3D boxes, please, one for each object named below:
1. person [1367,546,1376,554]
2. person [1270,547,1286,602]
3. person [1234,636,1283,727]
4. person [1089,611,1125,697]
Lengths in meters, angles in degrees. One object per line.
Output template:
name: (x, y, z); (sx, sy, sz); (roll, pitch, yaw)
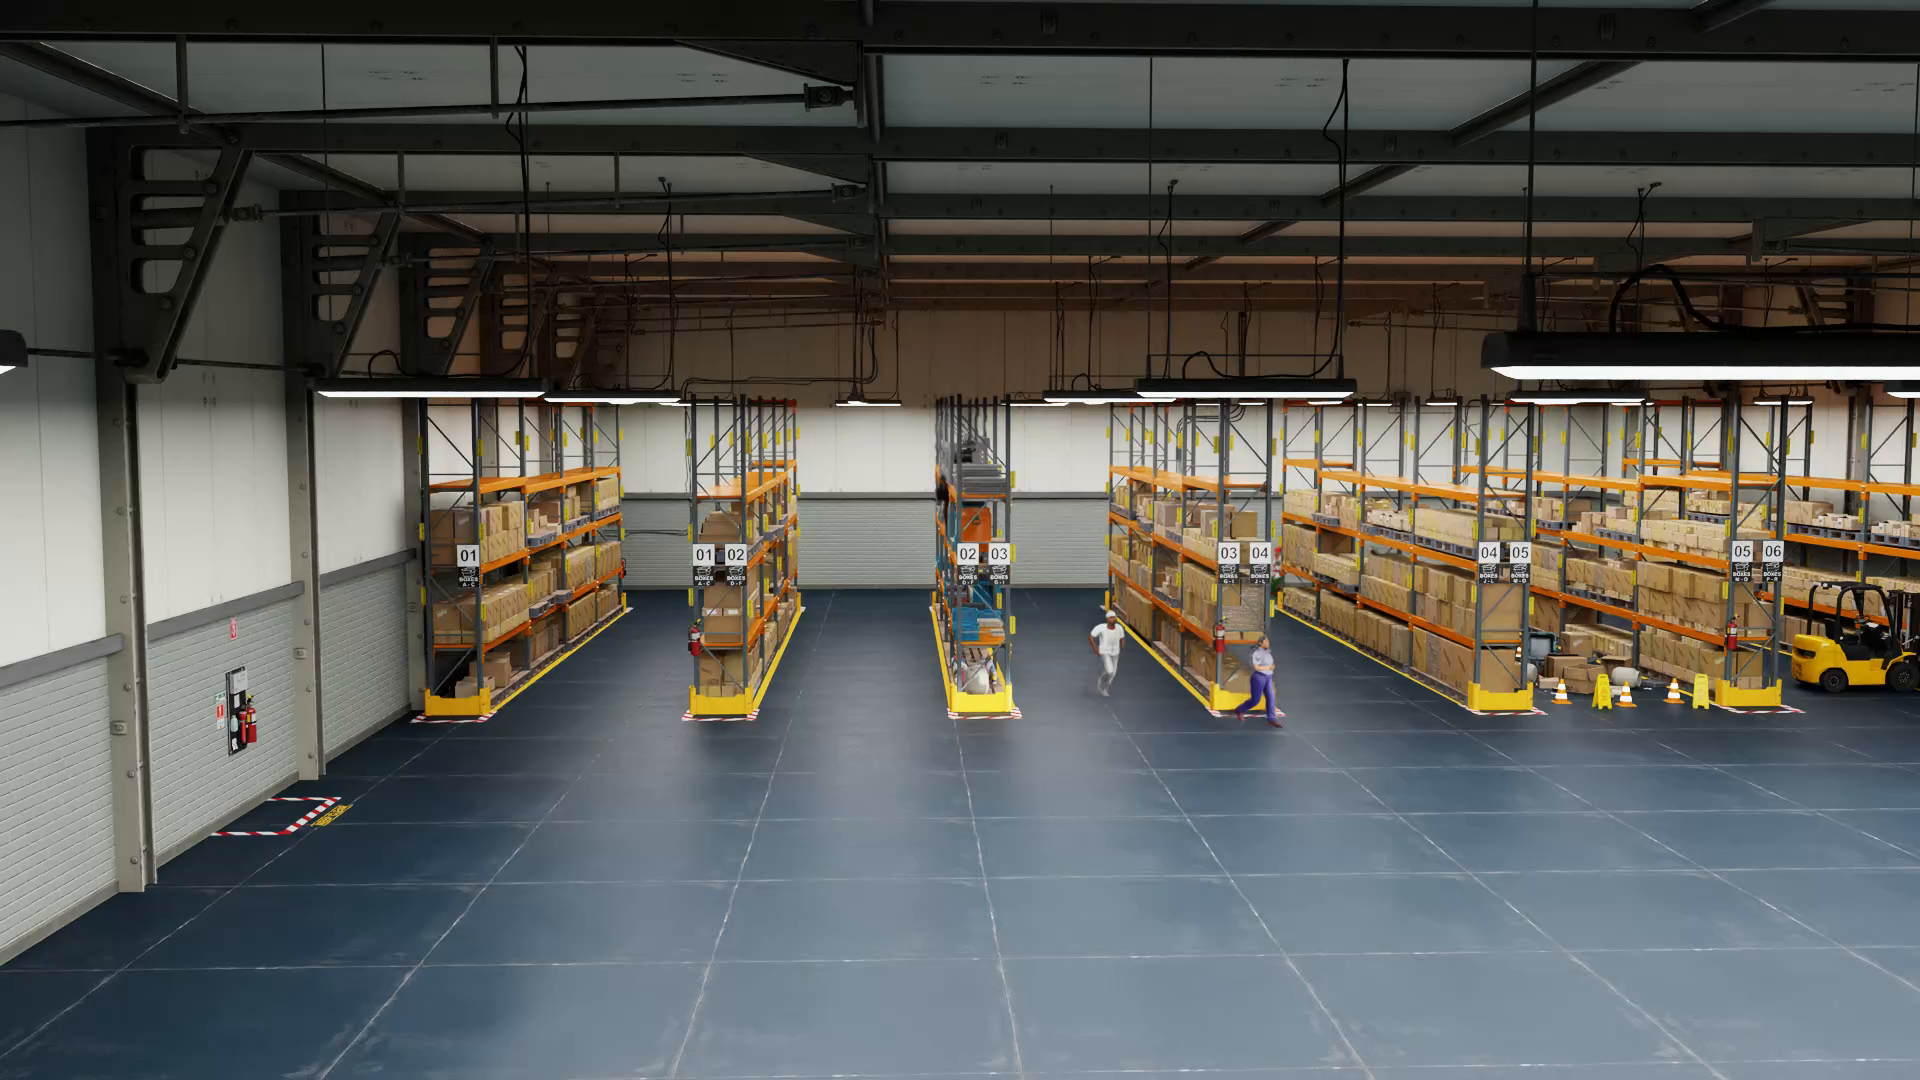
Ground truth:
person: (12.207, 1.000, 49.228); (0.828, 1.670, 0.622); (1, 5, 7)
person: (9.419, 1.032, 49.044); (0.575, 1.694, 0.749); (0, 4, 1)
person: (5.401, 2.528, 29.910); (0.927, 1.624, 0.613); (4, 6, 40)
person: (2.978, 2.262, 33.001); (0.702, 1.718, 0.588); (-2, 5, -23)
